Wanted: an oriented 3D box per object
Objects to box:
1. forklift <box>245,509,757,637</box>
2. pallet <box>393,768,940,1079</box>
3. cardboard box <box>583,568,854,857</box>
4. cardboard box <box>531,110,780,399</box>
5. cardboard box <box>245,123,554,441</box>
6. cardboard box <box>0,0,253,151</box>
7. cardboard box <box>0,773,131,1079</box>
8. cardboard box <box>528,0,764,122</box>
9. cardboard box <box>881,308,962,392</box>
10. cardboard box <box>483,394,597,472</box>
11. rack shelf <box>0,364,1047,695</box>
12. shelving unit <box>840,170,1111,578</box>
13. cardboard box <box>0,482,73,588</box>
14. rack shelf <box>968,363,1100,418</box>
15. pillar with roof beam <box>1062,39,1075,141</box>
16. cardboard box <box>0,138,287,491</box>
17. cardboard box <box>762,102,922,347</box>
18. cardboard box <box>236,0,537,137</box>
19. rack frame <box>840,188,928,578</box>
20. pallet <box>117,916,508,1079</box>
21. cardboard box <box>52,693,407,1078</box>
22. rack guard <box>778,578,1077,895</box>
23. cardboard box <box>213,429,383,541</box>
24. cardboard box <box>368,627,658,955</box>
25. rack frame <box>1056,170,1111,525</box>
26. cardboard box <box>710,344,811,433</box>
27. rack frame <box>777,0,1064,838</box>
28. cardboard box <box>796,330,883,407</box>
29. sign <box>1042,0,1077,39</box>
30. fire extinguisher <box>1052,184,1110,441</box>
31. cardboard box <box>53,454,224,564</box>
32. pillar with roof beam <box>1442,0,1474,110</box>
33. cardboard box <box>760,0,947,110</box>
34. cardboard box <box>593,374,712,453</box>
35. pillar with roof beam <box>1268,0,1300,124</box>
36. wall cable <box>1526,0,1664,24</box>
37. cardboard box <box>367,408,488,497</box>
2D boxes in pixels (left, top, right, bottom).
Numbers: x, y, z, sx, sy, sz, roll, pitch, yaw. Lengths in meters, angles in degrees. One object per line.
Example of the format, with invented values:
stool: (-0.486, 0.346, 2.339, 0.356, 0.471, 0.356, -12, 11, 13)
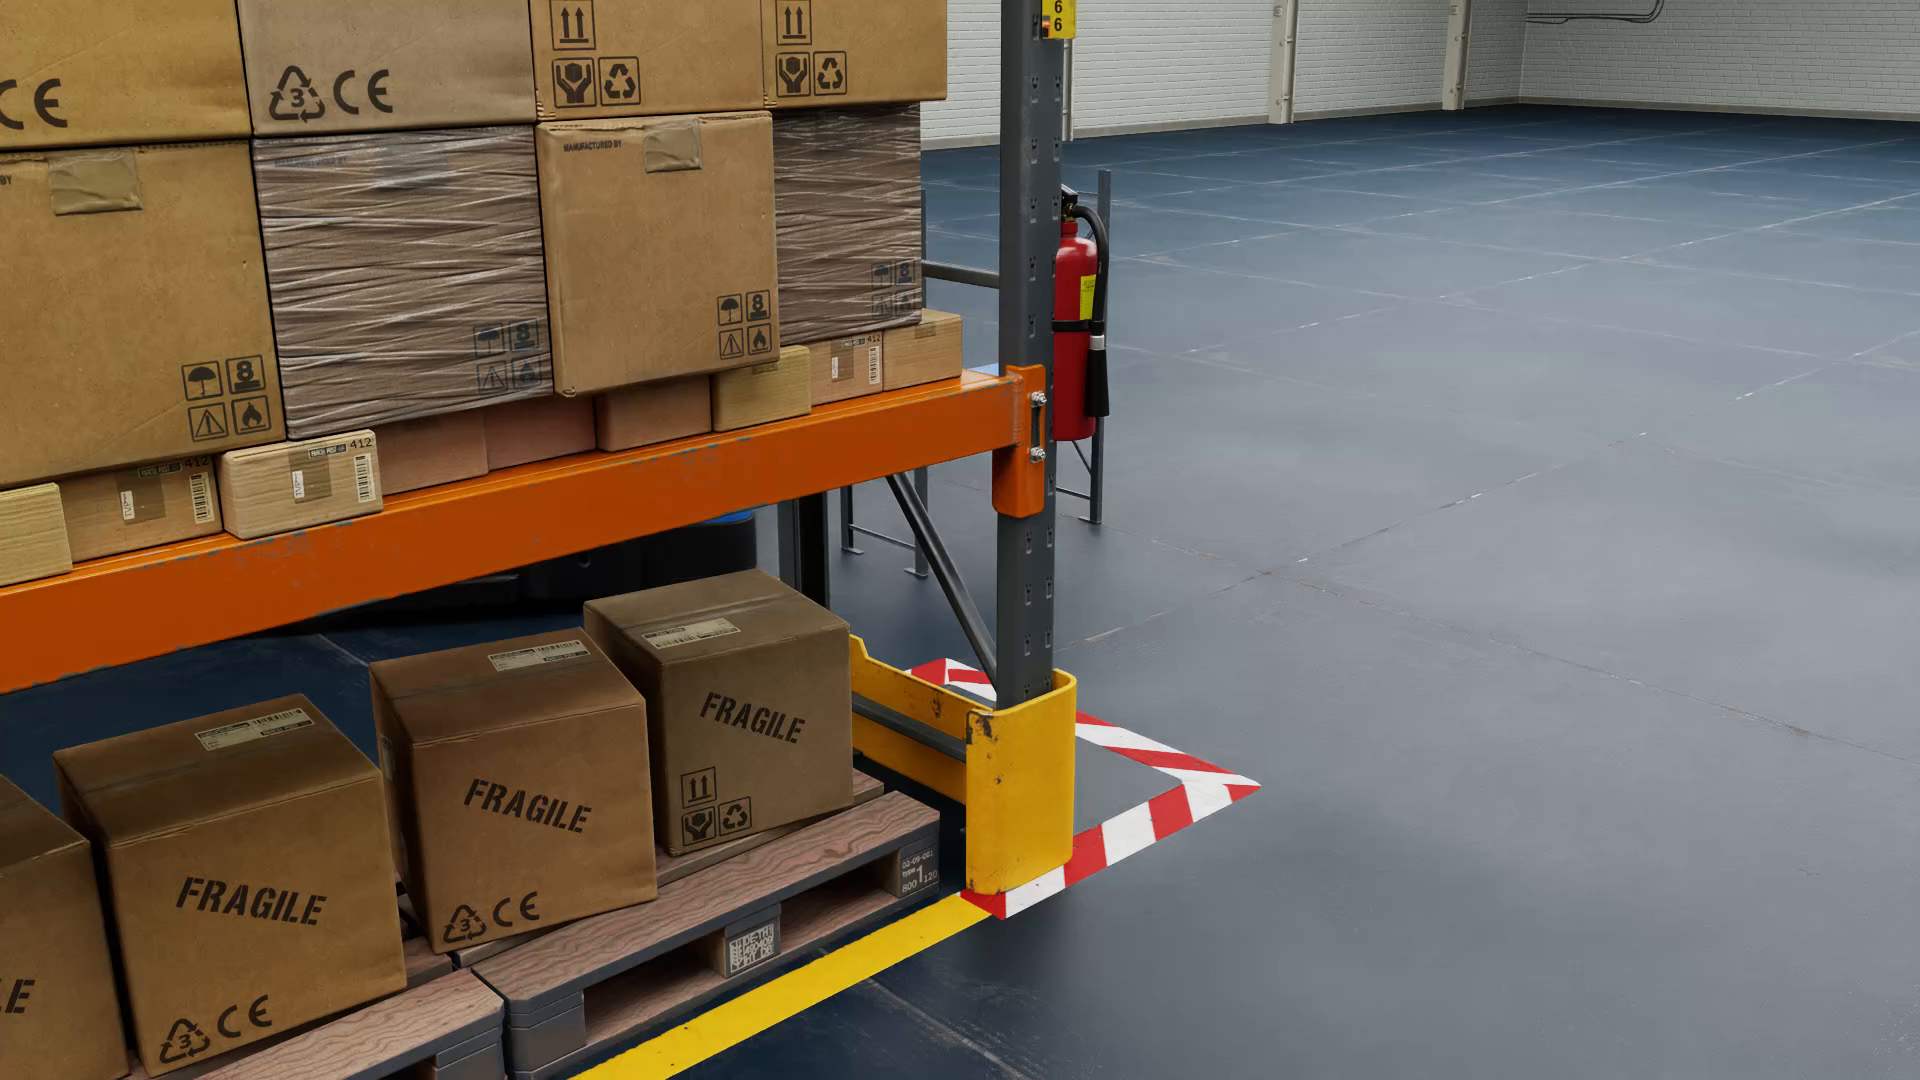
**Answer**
forklift: (-2.344, -1.227, 6.017, 3.031, 2.935, 1.130, -4, 18, -11)
pallet: (-0.816, 0.804, 4.162, 1.213, 0.211, 1.003, -16, 24, -41)
cardboard box: (-0.611, 0.415, 4.212, 0.500, 0.500, 0.500, -11, 21, -31)
cardboard box: (-0.846, -0.648, 3.476, 0.500, 0.500, 0.875, -16, 24, -41)
cardboard box: (-1.239, -0.552, 3.179, 0.500, 0.500, 0.875, -16, 24, -41)
cardboard box: (-1.469, -0.878, 2.565, 0.500, 0.500, 0.500, -16, 24, -41)
cardboard box: (-1.926, 0.786, 3.068, 0.500, 0.500, 0.500, 15, 23, 39)
cardboard box: (-0.735, -1.088, 3.211, 0.500, 0.500, 0.500, -16, 24, -41)
cardboard box: (-0.211, -0.476, 3.998, 0.250, 0.149, 0.380, -16, 24, -41)
cardboard box: (-0.942, -0.266, 3.348, 0.250, 0.149, 0.380, -16, 24, -41)
rack shelf: (-1.599, 0.064, 3.092, 4.000, 0.370, 1.077, -16, 24, -41)
shelving unit: (0.062, -0.732, 6.809, 1.048, 1.500, 0.538, -16, 24, -41)
cardboard box: (-1.609, -0.034, 2.634, 0.250, 0.149, 0.380, -16, 24, -41)
rack shelf: (0.062, -0.560, 6.865, 1.000, 0.185, 0.538, -16, 24, -41)
pillar with roof beam: (4.544, -9.792, 22.597, 0.400, 9.000, 9.100, -16, 24, -41)
cardboard box: (-1.610, -0.449, 2.861, 0.500, 0.500, 0.875, -16, 24, -41)
cardboard box: (-0.565, -0.781, 3.886, 0.500, 0.500, 0.875, -16, 24, -41)
cardboard box: (-1.100, -0.983, 2.886, 0.500, 0.500, 0.500, -16, 24, -41)
rack frame: (-0.307, -0.624, 6.477, 0.032, 1.500, 0.500, -16, 24, -41)
pallet: (-1.702, 1.062, 3.368, 1.213, 0.211, 1.003, -16, 24, -41)
cardboard box: (-1.490, 0.678, 3.402, 0.500, 0.500, 0.500, -14, 22, -36)
rack guard: (-0.201, 0.503, 4.624, 0.348, 0.500, 1.175, -16, 24, -41)
cardboard box: (-1.229, -0.135, 2.945, 0.250, 0.149, 0.380, -16, 24, -41)
cardboard box: (-1.022, 0.550, 3.798, 0.500, 0.500, 0.500, -9, 20, -27)
rack frame: (0.431, -0.839, 7.141, 0.032, 1.500, 0.500, -16, 24, -41)
cardboard box: (-0.540, -0.359, 3.636, 0.250, 0.149, 0.380, -16, 24, -41)
rack frame: (-0.146, -0.702, 4.288, 0.127, 3.000, 1.000, -16, 24, -41)
cardboard box: (-0.394, -0.423, 3.835, 0.250, 0.149, 0.380, -16, 24, -41)
sign: (0.221, -1.275, 3.664, 0.005, 0.325, 0.100, -16, 24, -41)
fire extinguisher: (0.254, -0.587, 4.056, 0.183, 0.674, 0.296, -16, 24, -41)
cardboard box: (-1.459, -0.098, 2.829, 0.250, 0.149, 0.380, -16, 24, -41)
pillar with roof beam: (13.263, -12.335, 30.440, 0.400, 9.000, 9.100, -16, 24, -41)
cardboard box: (-0.376, -1.195, 3.542, 0.500, 0.500, 0.500, -16, 24, -41)
cardboard box: (-0.732, -0.309, 3.483, 0.250, 0.149, 0.380, -16, 24, -41)
pillar with roof beam: (8.903, -11.064, 26.518, 0.400, 9.000, 9.100, -16, 24, -41)
wall cable: (13.355, -12.151, 34.905, 0.112, 2.526, 3.097, -16, 24, -41)
cardboard box: (-1.108, -0.208, 3.169, 0.250, 0.149, 0.380, -16, 24, -41)
